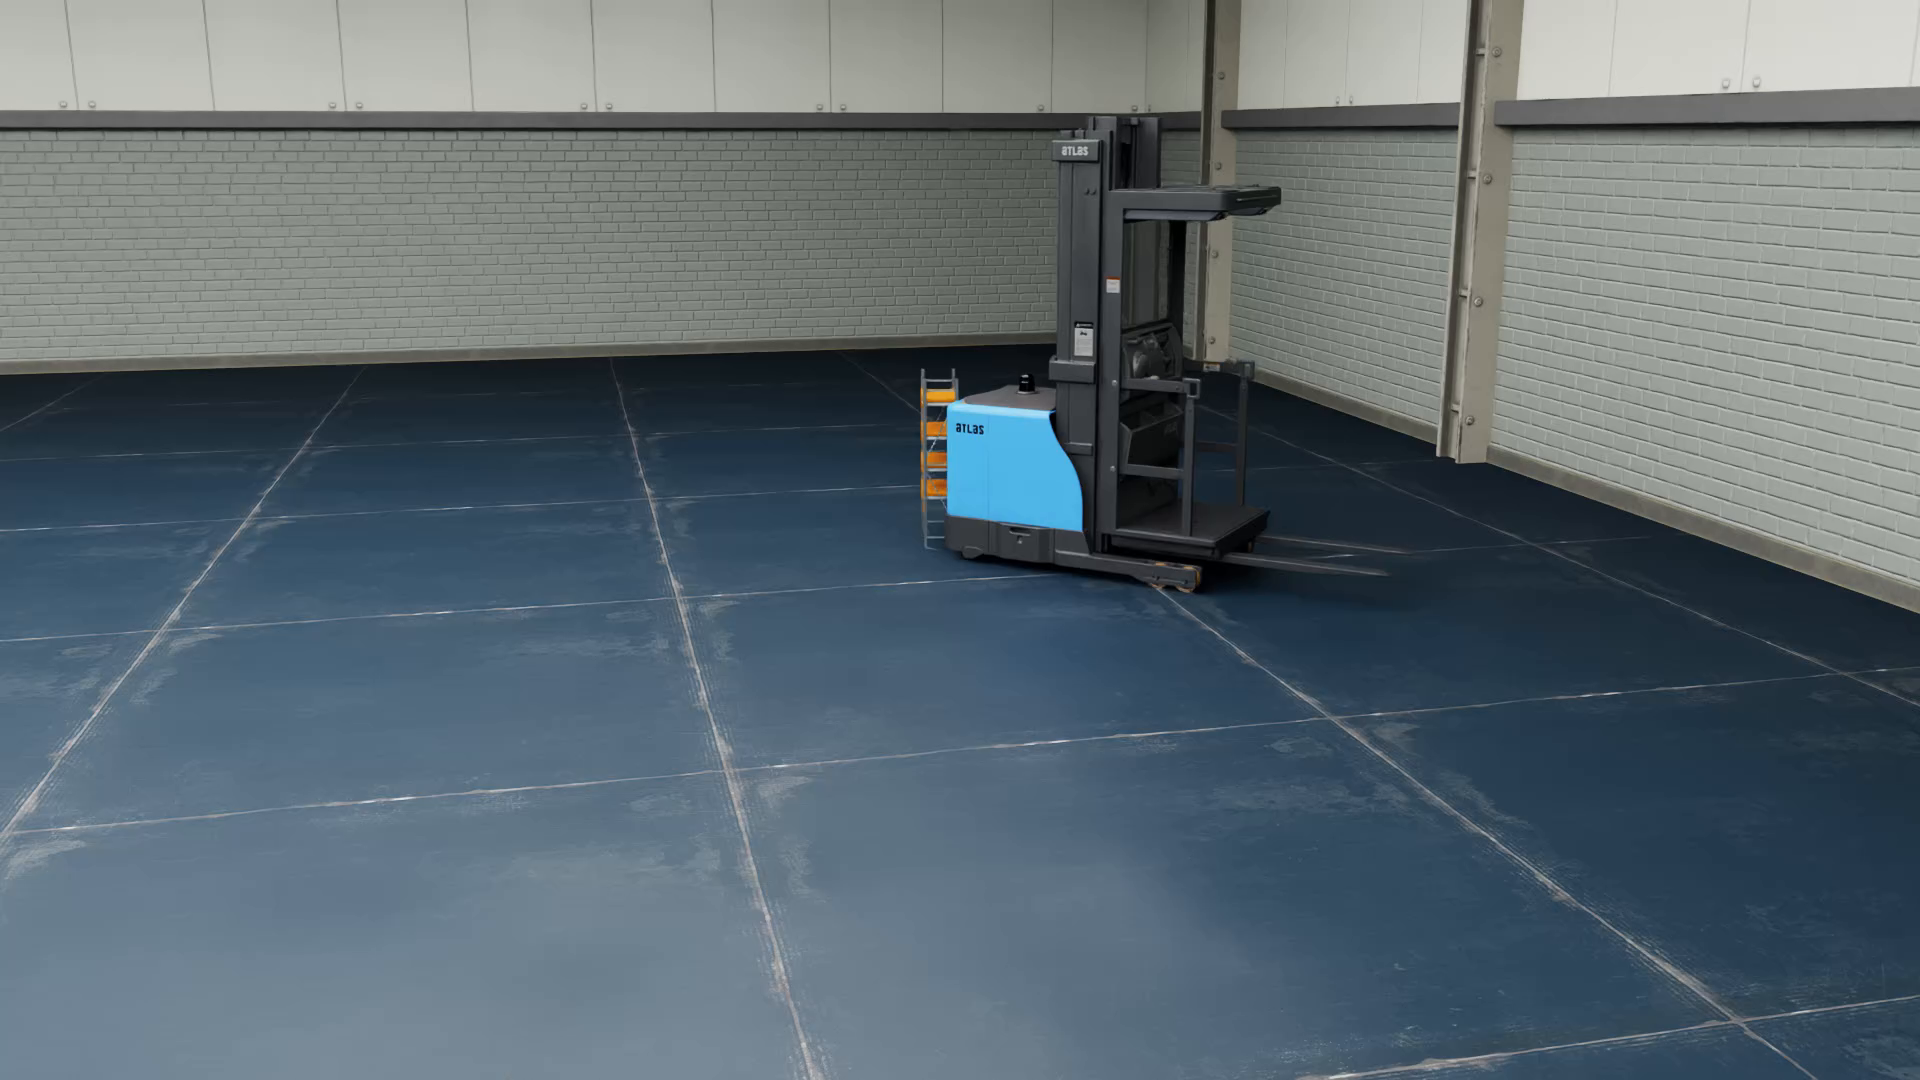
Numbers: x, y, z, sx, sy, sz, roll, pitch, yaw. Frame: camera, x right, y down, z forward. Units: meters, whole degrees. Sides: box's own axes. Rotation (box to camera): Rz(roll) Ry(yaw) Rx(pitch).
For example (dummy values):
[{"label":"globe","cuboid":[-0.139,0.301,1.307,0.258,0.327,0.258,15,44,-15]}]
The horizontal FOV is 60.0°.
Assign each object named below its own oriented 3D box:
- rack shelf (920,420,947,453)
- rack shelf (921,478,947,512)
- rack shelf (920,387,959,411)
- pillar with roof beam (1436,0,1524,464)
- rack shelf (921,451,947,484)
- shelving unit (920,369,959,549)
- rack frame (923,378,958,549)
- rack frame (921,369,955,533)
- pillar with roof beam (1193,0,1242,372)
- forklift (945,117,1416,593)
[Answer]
[{"label":"rack shelf","cuboid":[-0.144,-0.734,11.744,0.258,0.148,0.480,-1,14,-3]},{"label":"rack shelf","cuboid":[-0.144,-0.324,11.844,0.258,0.148,0.480,-1,14,-3]},{"label":"rack shelf","cuboid":[-0.144,-0.964,11.687,0.258,0.148,0.480,-1,14,-3]},{"label":"pillar with roof beam","cuboid":[0.320,-4.861,12.861,9.100,9.000,0.400,-3,14,-13]},{"label":"rack shelf","cuboid":[-0.144,-0.517,11.797,0.258,0.148,0.480,-1,14,-3]},{"label":"shelving unit","cuboid":[-0.144,-0.582,11.781,0.258,1.200,0.503,-1,14,-3]},{"label":"rack frame","cuboid":[-0.133,-0.524,11.544,0.240,1.200,0.015,-1,14,-3]},{"label":"rack frame","cuboid":[-0.155,-0.640,12.017,0.240,1.200,0.015,-1,14,-3]},{"label":"pillar with roof beam","cuboid":[-1.089,-6.245,18.527,9.100,9.000,0.400,-3,14,-13]},{"label":"forklift","cuboid":[1.438,-1.233,10.799,3.031,2.935,1.130,7,16,28]}]
